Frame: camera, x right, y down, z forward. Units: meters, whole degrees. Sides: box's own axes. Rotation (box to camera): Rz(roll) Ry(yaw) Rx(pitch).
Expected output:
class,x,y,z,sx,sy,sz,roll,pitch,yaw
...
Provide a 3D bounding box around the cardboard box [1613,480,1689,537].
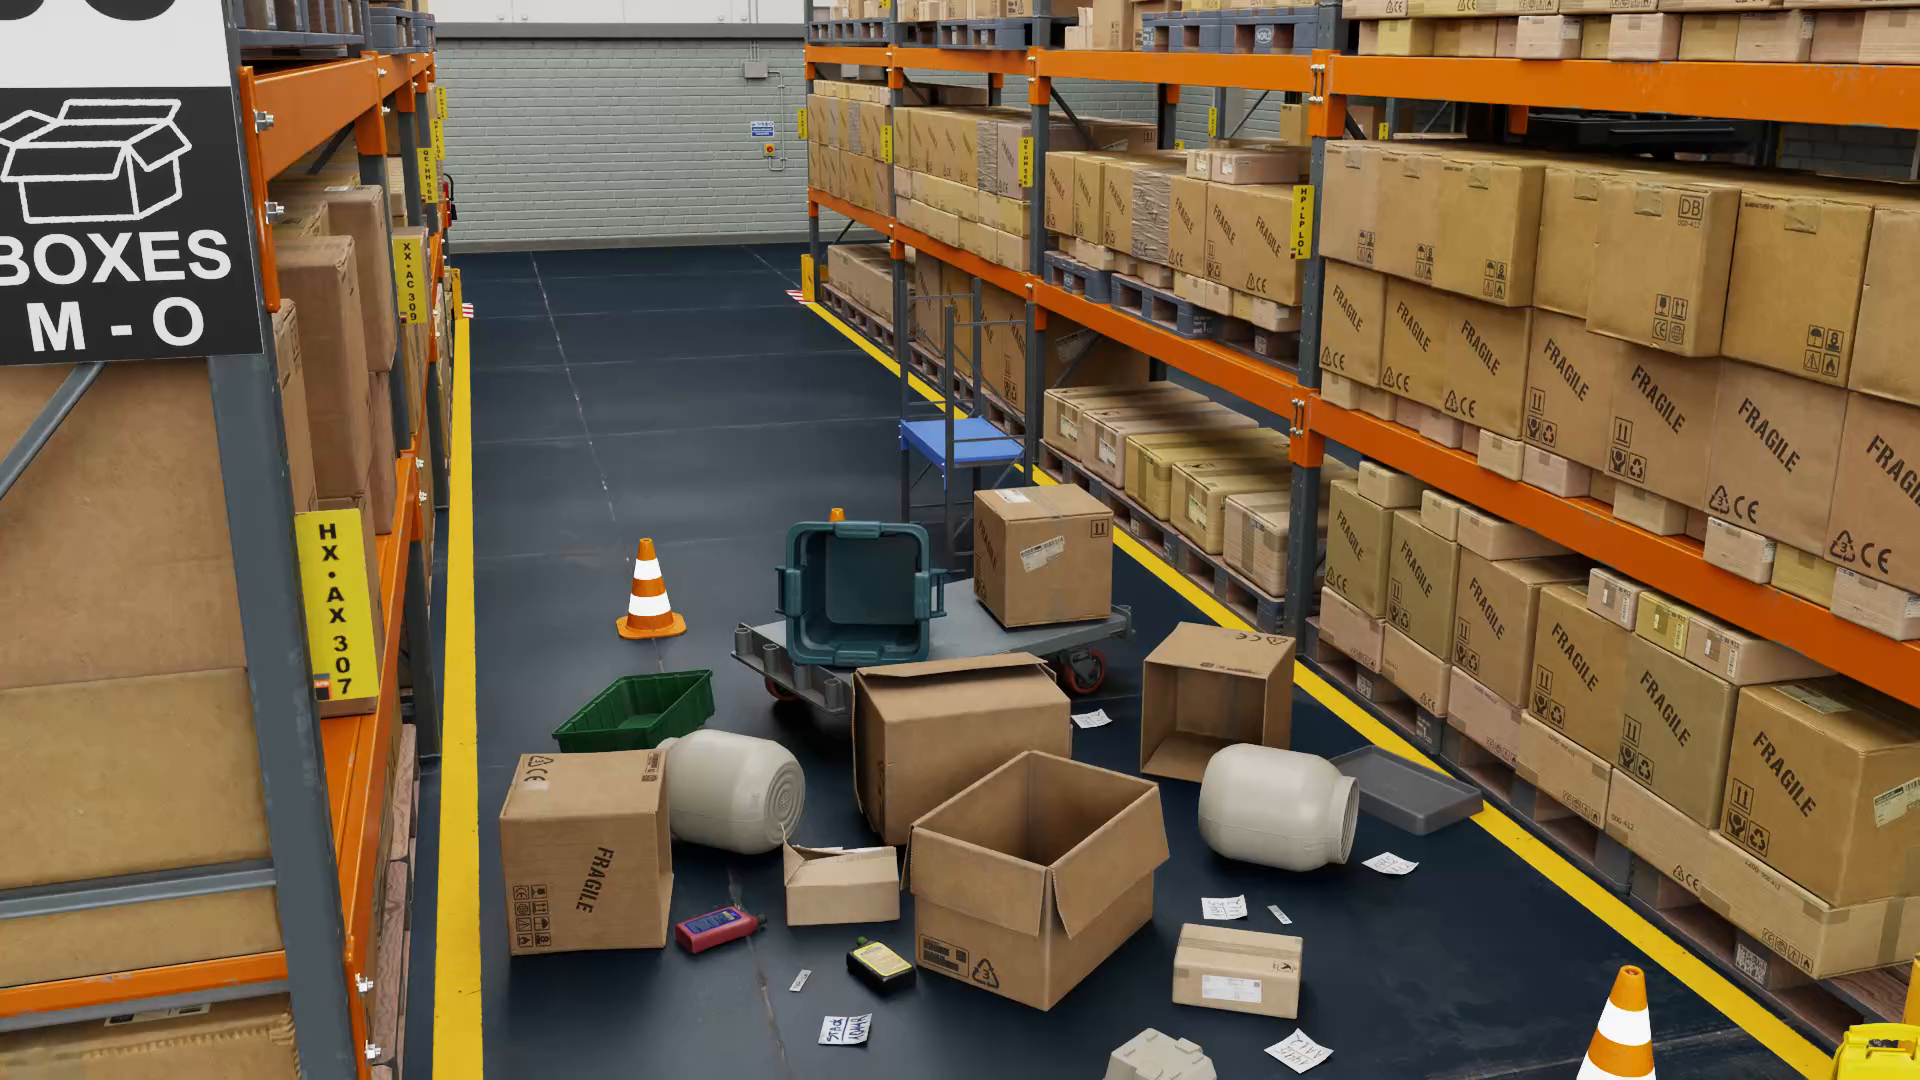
class,x,y,z,sx,sy,sz,roll,pitch,yaw
cardboard box,2.446,-0.130,5.608,0.380,0.149,0.250,-5,17,-16

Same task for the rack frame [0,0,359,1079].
class,x,y,z,sx,sy,sz,roll,pitch,yaw
rack frame,-1.561,0.604,2.727,0.949,2.616,0.053,-5,17,-15

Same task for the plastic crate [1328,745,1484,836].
class,x,y,z,sx,sy,sz,roll,pitch,yaw
plastic crate,1.717,0.975,6.566,0.402,0.080,0.583,-12,20,-34

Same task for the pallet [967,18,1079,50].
class,x,y,z,sx,sy,sz,roll,pitch,yaw
pallet,0.747,-3.548,11.665,1.213,0.211,1.003,-4,17,-13

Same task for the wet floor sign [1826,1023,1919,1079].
class,x,y,z,sx,sy,sz,roll,pitch,yaw
wet floor sign,2.197,1.449,4.006,0.267,0.644,0.232,1,17,4

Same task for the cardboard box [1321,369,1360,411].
class,x,y,z,sx,sy,sz,roll,pitch,yaw
cardboard box,1.853,-0.689,7.469,0.380,0.149,0.250,-5,17,-16

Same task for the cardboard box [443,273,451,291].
class,x,y,z,sx,sy,sz,roll,pitch,yaw
cardboard box,-5.221,-2.534,16.366,0.380,0.149,0.250,-4,17,-13

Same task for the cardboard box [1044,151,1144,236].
class,x,y,z,sx,sy,sz,roll,pitch,yaw
cardboard box,0.876,-2.277,10.898,0.500,0.500,0.500,-5,17,-17

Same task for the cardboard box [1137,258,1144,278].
class,x,y,z,sx,sy,sz,roll,pitch,yaw
cardboard box,1.274,-1.631,9.875,0.380,0.149,0.250,-4,17,-13

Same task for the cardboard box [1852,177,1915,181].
class,x,y,z,sx,sy,sz,roll,pitch,yaw
cardboard box,6.354,-2.426,11.512,0.380,0.149,0.250,-5,17,-16

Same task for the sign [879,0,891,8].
class,x,y,z,sx,sy,sz,roll,pitch,yaw
sign,-0.657,-4.813,14.509,0.100,0.325,0.005,-5,17,-15

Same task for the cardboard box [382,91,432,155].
class,x,y,z,sx,sy,sz,roll,pitch,yaw
cardboard box,-4.746,-3.529,14.057,0.500,0.500,0.500,-4,17,-14

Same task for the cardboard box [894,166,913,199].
class,x,y,z,sx,sy,sz,roll,pitch,yaw
cardboard box,-0.274,-3.158,14.644,0.500,0.250,0.500,-5,17,-17

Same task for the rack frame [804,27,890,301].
class,x,y,z,sx,sy,sz,roll,pitch,yaw
rack frame,-1.223,-4.241,18.858,1.000,3.000,0.127,-5,17,-15

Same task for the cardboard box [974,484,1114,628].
class,x,y,z,sx,sy,sz,roll,pitch,yaw
cardboard box,0.371,0.062,7.562,0.500,0.500,0.500,-5,17,-15

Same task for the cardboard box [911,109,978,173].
class,x,y,z,sx,sy,sz,roll,pitch,yaw
cardboard box,-0.113,-3.379,14.074,0.500,0.500,0.500,-5,17,-16

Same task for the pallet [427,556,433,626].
class,x,y,z,sx,sy,sz,roll,pitch,yaw
pallet,-3.281,0.287,8.629,1.003,0.211,1.213,-5,17,-15

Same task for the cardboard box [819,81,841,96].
class,x,y,z,sx,sy,sz,roll,pitch,yaw
cardboard box,-1.290,-4.811,17.714,0.380,0.149,0.250,-4,17,-14

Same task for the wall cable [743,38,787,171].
class,x,y,z,sx,sy,sz,roll,pitch,yaw
wall cable,-2.796,-6.301,23.893,0.585,1.953,0.123,-5,17,-15

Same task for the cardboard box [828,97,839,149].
class,x,y,z,sx,sy,sz,roll,pitch,yaw
cardboard box,-1.068,-4.329,17.237,0.500,0.500,0.500,-5,17,-16

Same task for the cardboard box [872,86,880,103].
class,x,y,z,sx,sy,sz,roll,pitch,yaw
cardboard box,-0.629,-4.252,15.854,0.380,0.149,0.250,-5,17,-16

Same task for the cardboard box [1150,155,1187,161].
class,x,y,z,sx,sy,sz,roll,pitch,yaw
cardboard box,1.520,-2.174,10.555,0.500,0.500,0.500,-5,17,-16

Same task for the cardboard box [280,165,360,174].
class,x,y,z,sx,sy,sz,roll,pitch,yaw
cardboard box,-3.081,-1.448,7.648,0.700,0.500,0.500,-5,17,-15

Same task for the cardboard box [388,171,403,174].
class,x,y,z,sx,sy,sz,roll,pitch,yaw
cardboard box,-4.125,-2.551,11.902,0.380,0.149,0.250,-5,17,-16

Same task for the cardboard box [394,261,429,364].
class,x,y,z,sx,sy,sz,roll,pitch,yaw
cardboard box,-2.957,-1.136,8.346,0.500,0.500,0.500,-4,17,-14

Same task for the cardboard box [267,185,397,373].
class,x,y,z,sx,sy,sz,roll,pitch,yaw
cardboard box,-2.326,-0.844,5.410,0.875,0.550,0.550,-5,17,-15

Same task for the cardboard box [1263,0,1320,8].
class,x,y,z,sx,sy,sz,roll,pitch,yaw
cardboard box,1.775,-2.638,7.837,0.500,0.250,0.500,-5,17,-16

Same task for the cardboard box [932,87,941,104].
class,x,y,z,sx,sy,sz,roll,pitch,yaw
cardboard box,-0.047,-4.150,15.513,0.380,0.149,0.250,-4,17,-14

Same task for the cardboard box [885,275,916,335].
class,x,y,z,sx,sy,sz,roll,pitch,yaw
cardboard box,-0.194,-2.291,16.089,0.875,0.438,0.875,-5,17,-16

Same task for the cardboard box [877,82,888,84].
class,x,y,z,sx,sy,sz,roll,pitch,yaw
cardboard box,-0.654,-4.711,17.383,0.380,0.149,0.250,-5,17,-16

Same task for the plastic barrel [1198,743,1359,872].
class,x,y,z,sx,sy,sz,roll,pitch,yaw
plastic barrel,1.150,0.967,5.998,0.512,0.421,0.421,7,18,23

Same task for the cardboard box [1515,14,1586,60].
class,x,y,z,sx,sy,sz,roll,pitch,yaw
cardboard box,2.194,-1.769,5.850,0.380,0.149,0.250,-5,17,-16

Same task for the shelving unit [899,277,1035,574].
class,x,y,z,sx,sy,sz,roll,pitch,yaw
shelving unit,0.023,-0.695,9.658,0.538,1.500,1.048,-5,17,-15

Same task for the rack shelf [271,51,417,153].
class,x,y,z,sx,sy,sz,roll,pitch,yaw
rack shelf,-3.207,-2.148,7.925,1.077,0.370,4.000,-5,17,-15

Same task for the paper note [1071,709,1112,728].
class,x,y,z,sx,sy,sz,roll,pitch,yaw
paper note,0.580,0.781,7.297,0.148,0.019,0.142,-5,17,-15

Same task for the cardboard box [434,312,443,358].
class,x,y,z,sx,sy,sz,roll,pitch,yaw
cardboard box,-3.976,-1.460,11.911,0.500,0.250,0.500,-5,17,-15

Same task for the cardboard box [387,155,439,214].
class,x,y,z,sx,sy,sz,roll,pitch,yaw
cardboard box,-4.750,-3.063,14.244,0.500,0.500,0.500,-5,17,-16

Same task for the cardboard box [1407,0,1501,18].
class,x,y,z,sx,sy,sz,roll,pitch,yaw
cardboard box,2.083,-2.144,6.405,0.500,0.250,0.500,-5,17,-16

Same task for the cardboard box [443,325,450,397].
class,x,y,z,sx,sy,sz,roll,pitch,yaw
cardboard box,-4.270,-1.393,12.990,0.500,0.500,0.500,-5,17,-17

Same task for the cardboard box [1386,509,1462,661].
class,x,y,z,sx,sy,sz,roll,pitch,yaw
cardboard box,2.135,0.166,6.930,0.500,0.500,0.500,-4,17,-13

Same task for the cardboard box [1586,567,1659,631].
class,x,y,z,sx,sy,sz,roll,pitch,yaw
cardboard box,2.400,0.190,5.723,0.380,0.149,0.250,-4,17,-13

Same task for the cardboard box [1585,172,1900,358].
class,x,y,z,sx,sy,sz,roll,pitch,yaw
cardboard box,2.452,-0.882,5.247,0.700,0.500,0.500,-5,17,-16

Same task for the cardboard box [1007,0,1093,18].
class,x,y,z,sx,sy,sz,roll,pitch,yaw
cardboard box,0.726,-3.808,11.292,0.797,0.503,0.637,-6,18,-19

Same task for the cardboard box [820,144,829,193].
class,x,y,z,sx,sy,sz,roll,pitch,yaw
cardboard box,-1.202,-3.996,17.867,0.500,0.500,0.500,-5,17,-16

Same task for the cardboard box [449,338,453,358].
class,x,y,z,sx,sy,sz,roll,pitch,yaw
cardboard box,-4.647,-1.677,14.548,0.380,0.149,0.250,-5,18,-18

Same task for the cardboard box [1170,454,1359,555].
class,x,y,z,sx,sy,sz,roll,pitch,yaw
cardboard box,1.727,-0.208,9.269,0.950,0.372,0.625,-4,17,-12

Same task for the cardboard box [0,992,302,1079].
class,x,y,z,sx,sy,sz,roll,pitch,yaw
cardboard box,-1.808,1.238,3.580,0.875,0.875,0.875,-5,17,-15

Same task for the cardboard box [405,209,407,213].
class,x,y,z,sx,sy,sz,roll,pitch,yaw
cardboard box,-3.773,-2.057,10.775,0.380,0.149,0.250,-4,17,-13

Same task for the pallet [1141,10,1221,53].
class,x,y,z,sx,sy,sz,roll,pitch,yaw
pallet,1.719,-2.734,8.954,1.213,0.211,1.003,-5,17,-15

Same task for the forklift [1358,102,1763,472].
class,x,y,z,sx,sy,sz,roll,pitch,yaw
forklift,3.351,-1.187,8.809,1.130,2.935,3.031,-4,17,-14

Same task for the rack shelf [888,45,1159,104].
class,x,y,z,sx,sy,sz,roll,pitch,yaw
rack shelf,0.425,-3.674,13.005,1.077,0.370,4.000,-5,17,-15

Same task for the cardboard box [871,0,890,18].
class,x,y,z,sx,sy,sz,roll,pitch,yaw
cardboard box,-0.607,-4.907,15.191,0.396,0.266,0.258,-4,17,-13

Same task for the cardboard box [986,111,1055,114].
class,x,y,z,sx,sy,sz,roll,pitch,yaw
cardboard box,0.510,-3.274,13.724,0.500,0.500,0.500,-4,17,-14

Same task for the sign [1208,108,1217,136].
class,x,y,z,sx,sy,sz,roll,pitch,yaw
sign,3.026,-5.006,19.900,0.100,0.325,0.005,-5,17,-15

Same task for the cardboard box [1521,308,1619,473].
class,x,y,z,sx,sy,sz,roll,pitch,yaw
cardboard box,2.371,-0.553,5.890,0.500,0.500,0.500,-4,17,-15

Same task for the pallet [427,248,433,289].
class,x,y,z,sx,sy,sz,roll,pitch,yaw
pallet,-4.055,-1.706,10.751,1.213,0.211,1.003,-5,17,-15

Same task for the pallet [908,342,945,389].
class,x,y,z,sx,sy,sz,roll,pitch,yaw
pallet,0.160,-1.592,14.885,1.003,0.211,1.213,-5,17,-15

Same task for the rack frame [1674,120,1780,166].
class,x,y,z,sx,sy,sz,roll,pitch,yaw
rack frame,5.747,-2.422,12.801,1.000,3.000,0.127,-5,17,-15
